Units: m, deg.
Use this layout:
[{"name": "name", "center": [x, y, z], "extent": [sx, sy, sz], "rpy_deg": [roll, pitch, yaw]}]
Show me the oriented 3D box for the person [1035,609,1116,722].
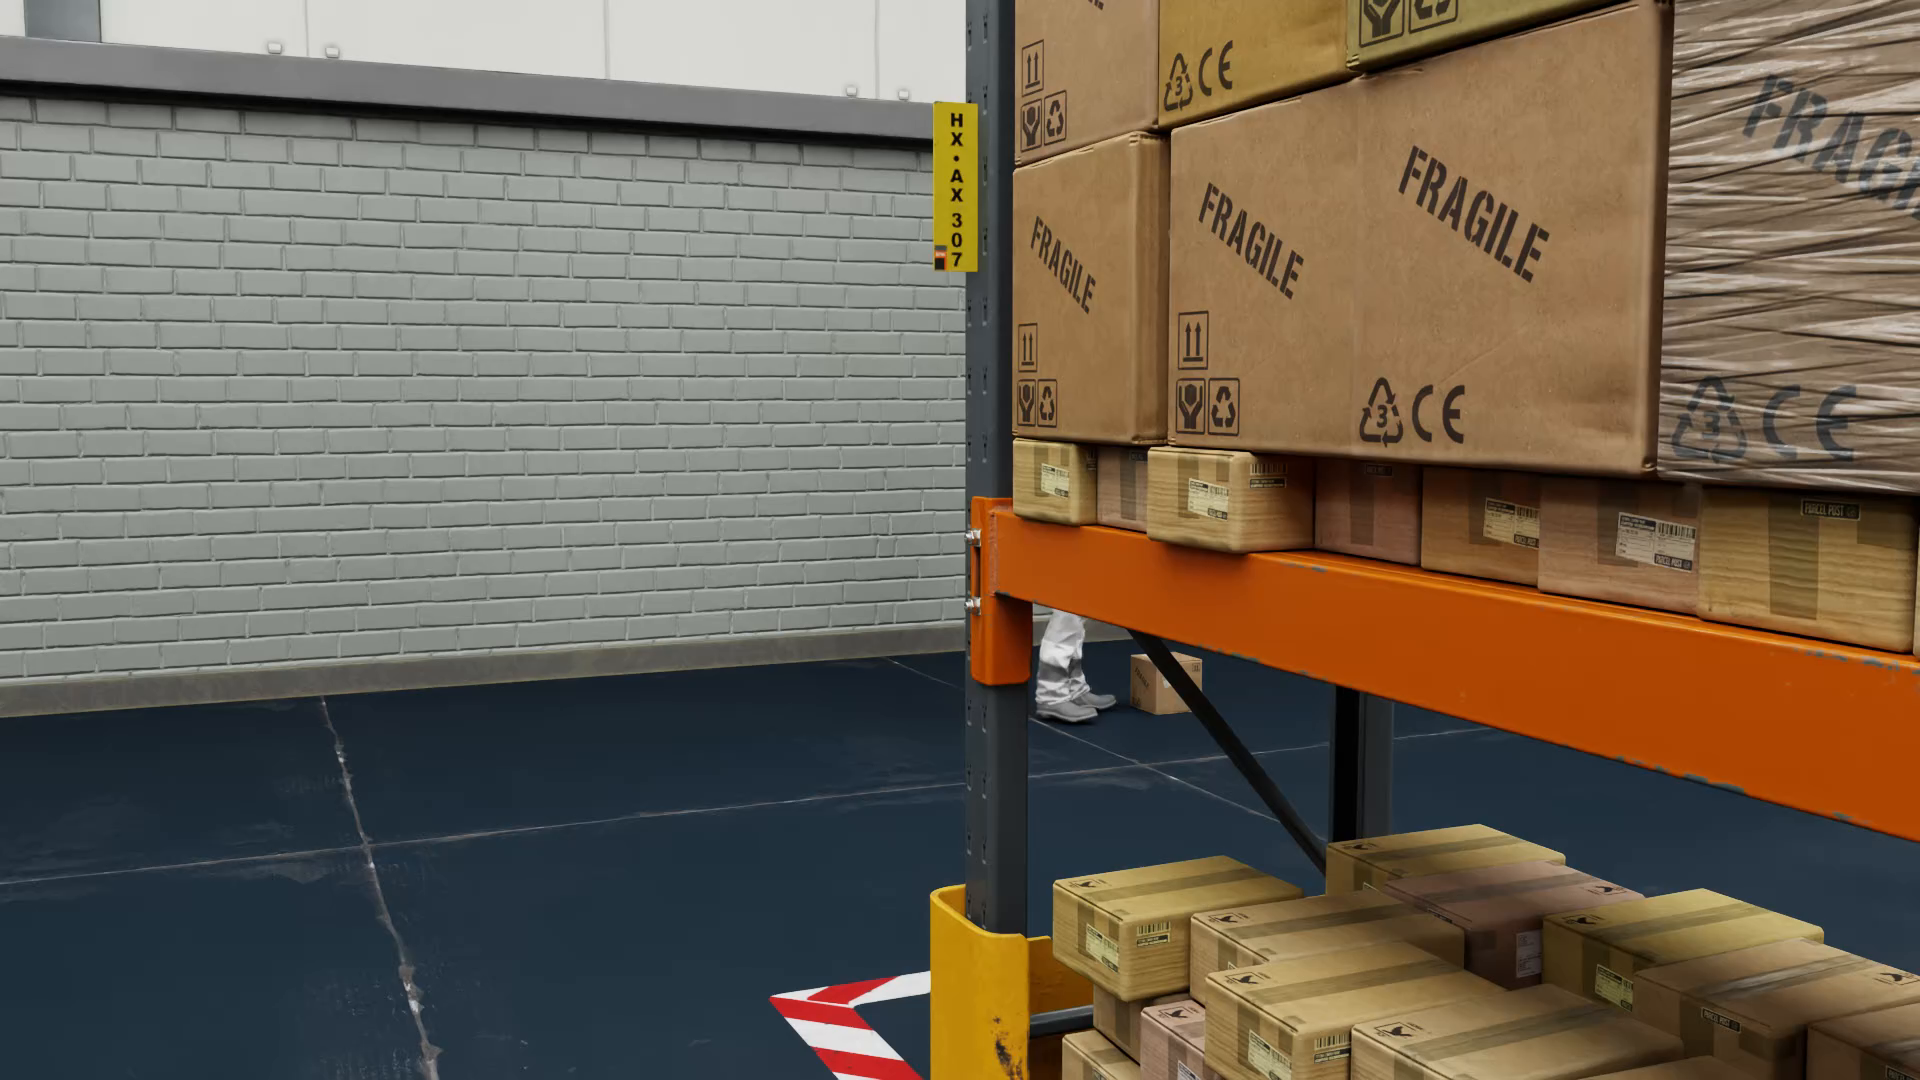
[{"name": "person", "center": [0.556, -0.070, 7.708], "extent": [0.451, 1.796, 0.609], "rpy_deg": [-1, 5, -12]}]
